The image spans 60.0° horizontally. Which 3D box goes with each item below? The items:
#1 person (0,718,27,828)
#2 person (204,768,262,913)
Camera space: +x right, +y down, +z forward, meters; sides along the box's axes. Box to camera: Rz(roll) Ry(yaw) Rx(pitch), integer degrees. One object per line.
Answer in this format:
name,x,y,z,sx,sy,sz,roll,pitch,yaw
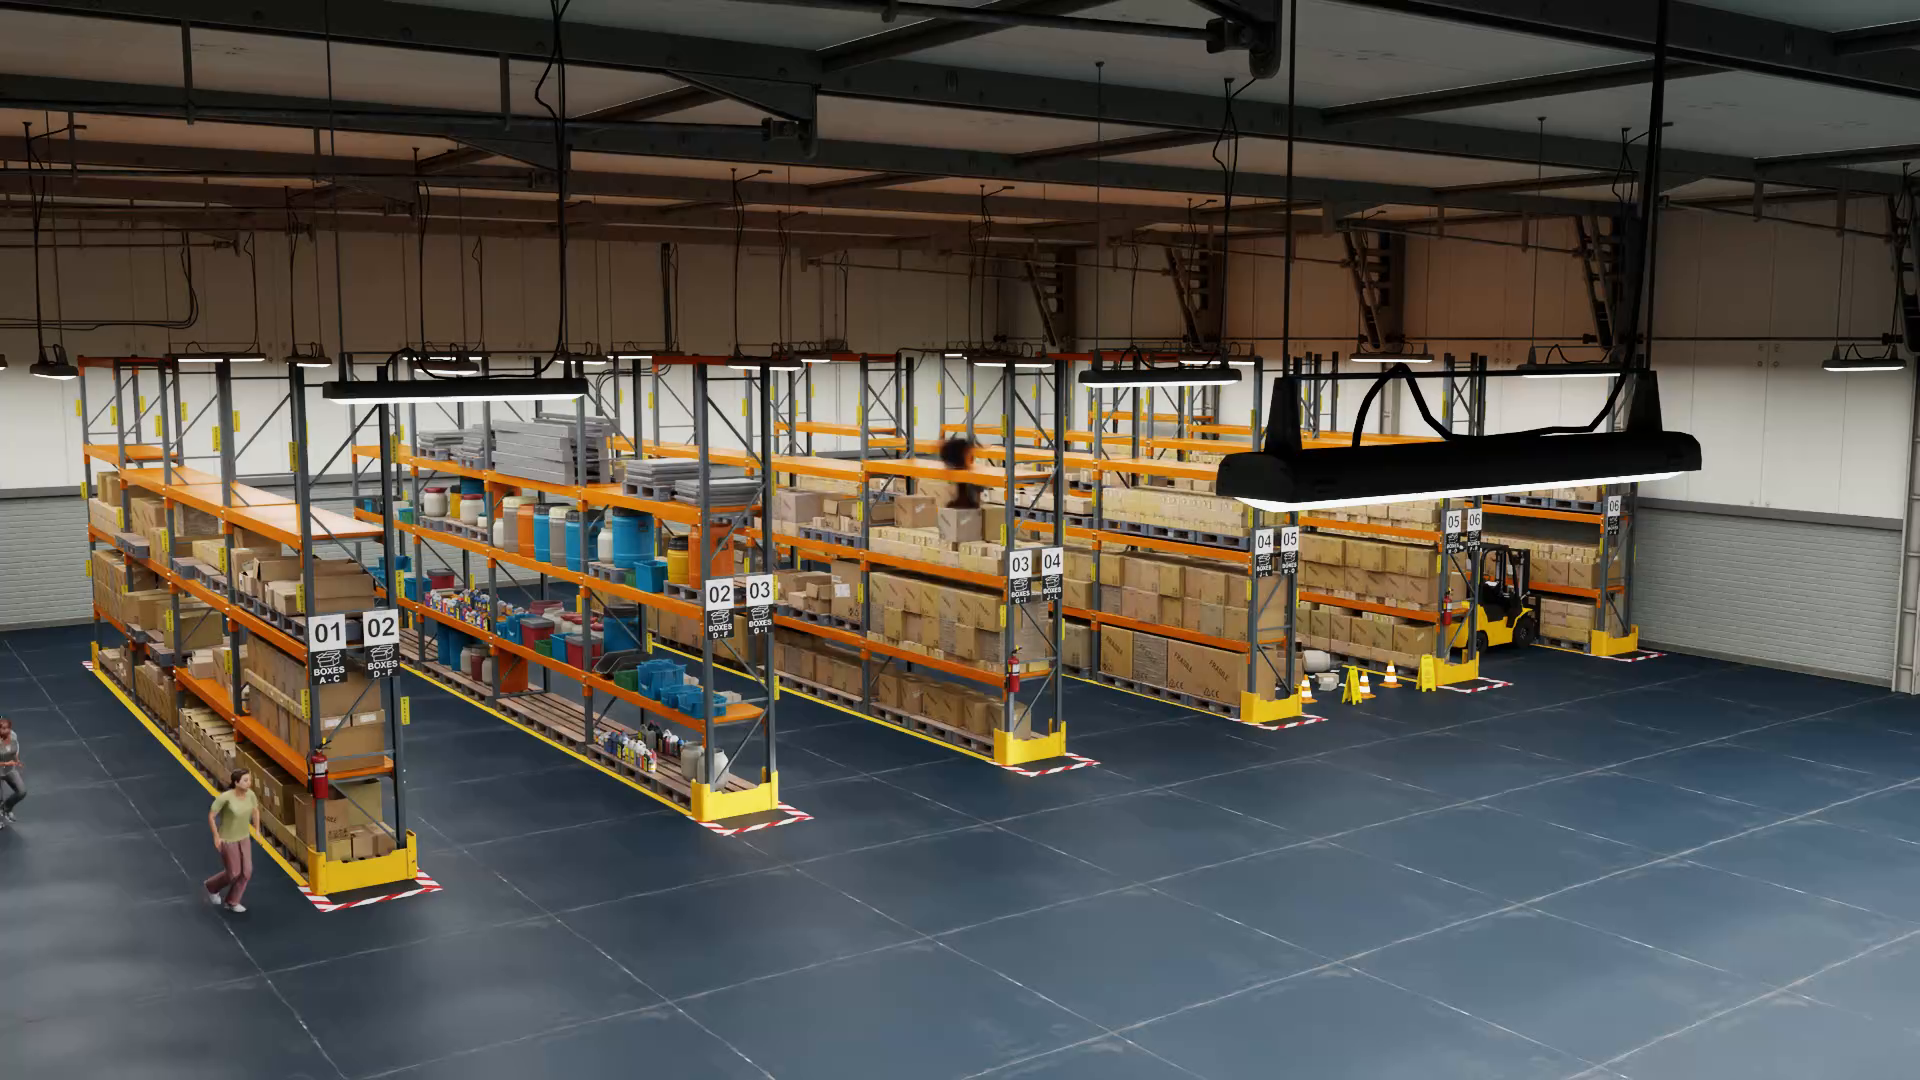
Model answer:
person,-12.295,3.004,21.396,0.798,1.495,0.543,4,8,29
person,-8.090,3.311,18.475,0.589,1.610,0.582,4,8,30
